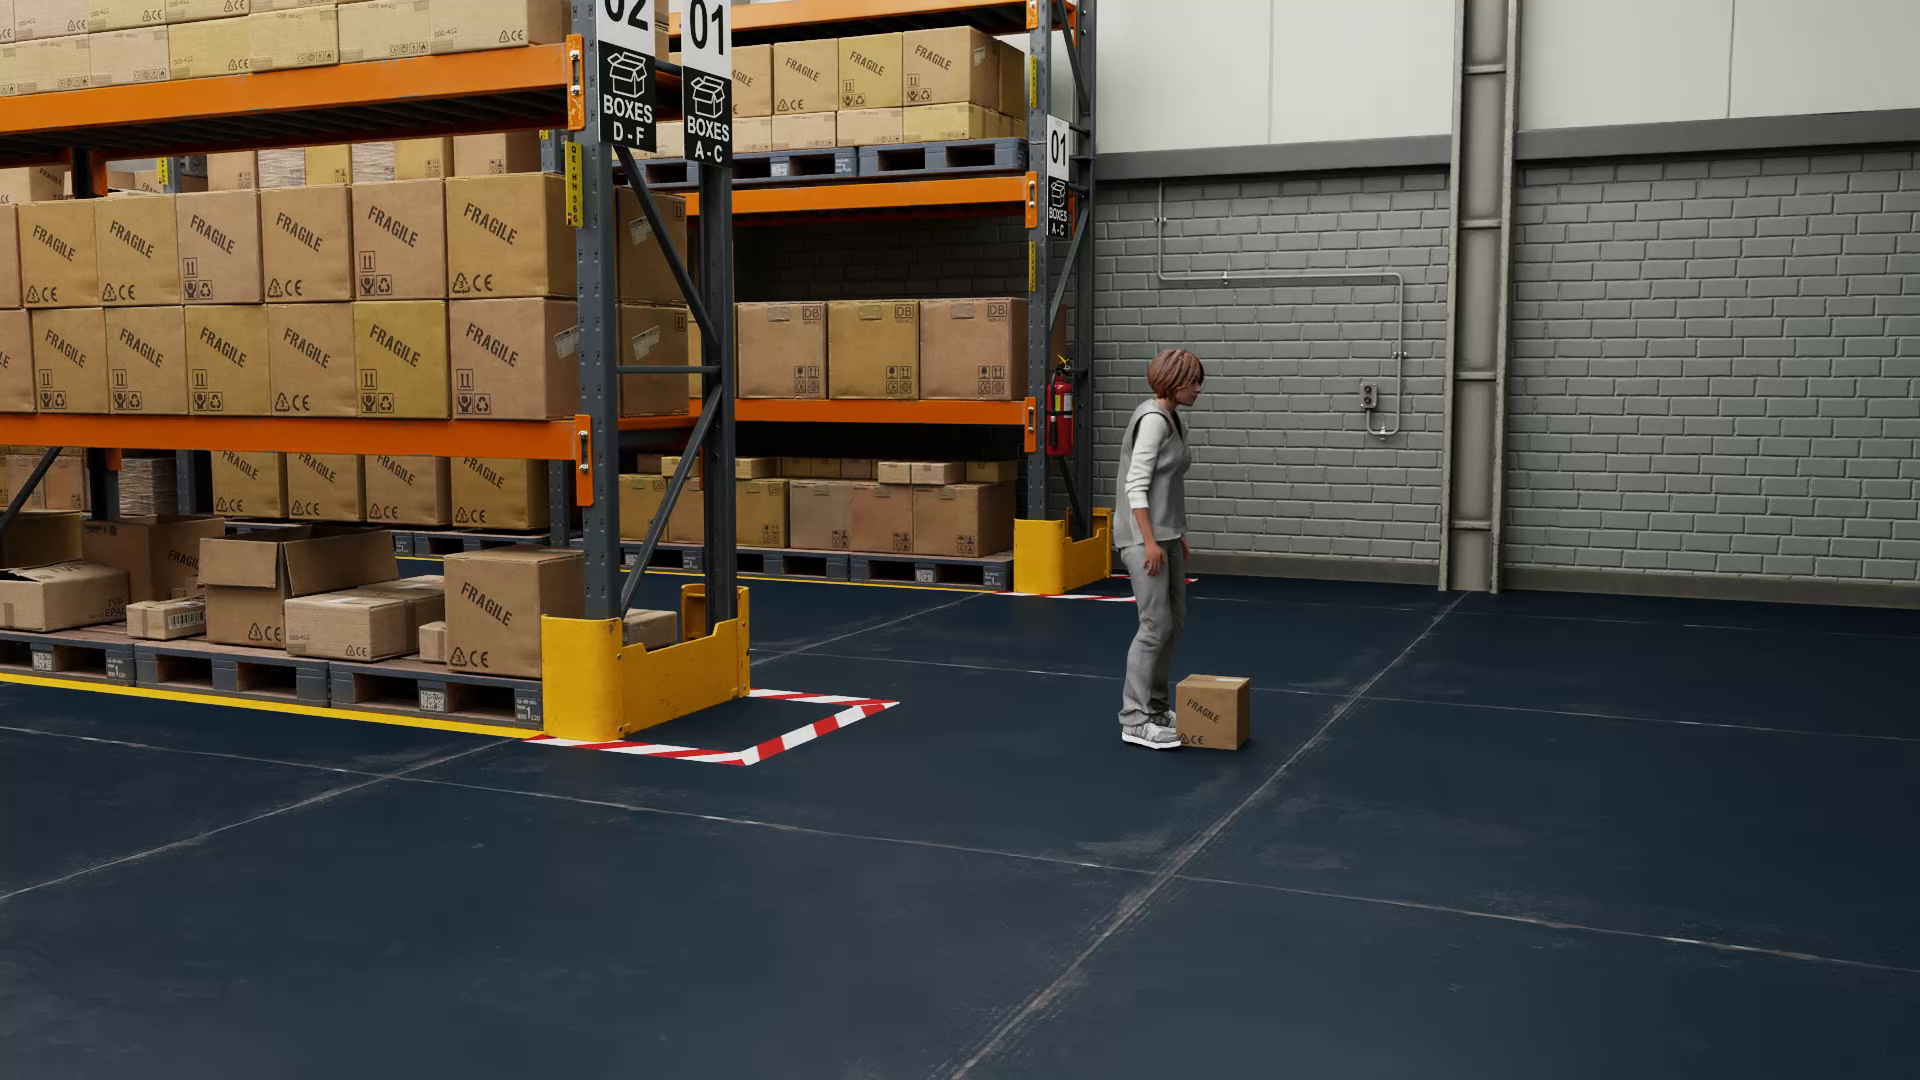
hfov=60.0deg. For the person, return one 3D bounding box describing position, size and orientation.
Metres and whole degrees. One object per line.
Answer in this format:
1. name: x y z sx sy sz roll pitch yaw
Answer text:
1. person: 0.807 0.027 6.775 0.343 1.582 0.461 3 6 24
